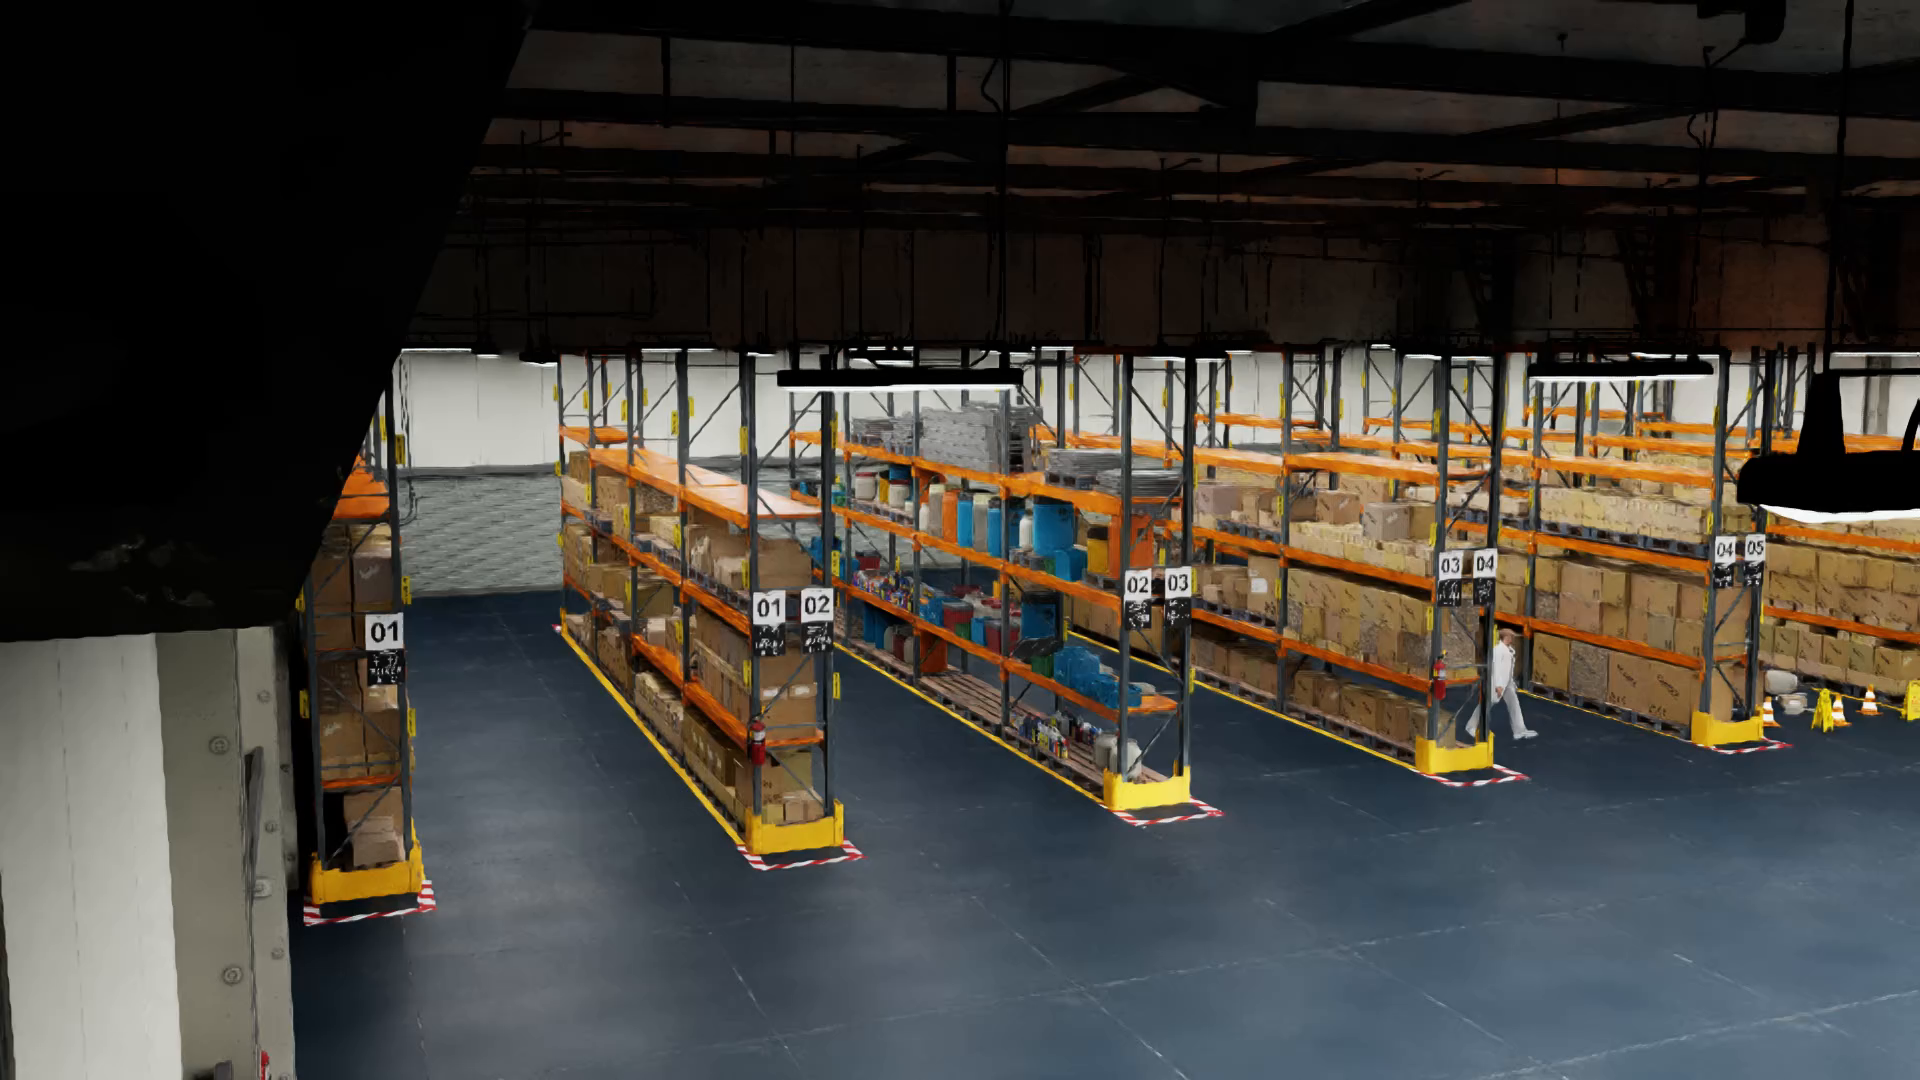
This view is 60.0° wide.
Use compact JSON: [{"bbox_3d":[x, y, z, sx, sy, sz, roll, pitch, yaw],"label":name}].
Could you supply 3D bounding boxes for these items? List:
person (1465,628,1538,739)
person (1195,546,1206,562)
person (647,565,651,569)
[{"bbox_3d":[8.348,2.211,25.660,1.011,1.749,0.621,7,10,42],"label":"person"},{"bbox_3d":[6.170,0.153,41.608,0.629,1.782,0.393,6,9,39],"label":"person"},{"bbox_3d":[-7.374,0.629,38.754,0.430,1.592,0.584,2,8,17],"label":"person"}]
